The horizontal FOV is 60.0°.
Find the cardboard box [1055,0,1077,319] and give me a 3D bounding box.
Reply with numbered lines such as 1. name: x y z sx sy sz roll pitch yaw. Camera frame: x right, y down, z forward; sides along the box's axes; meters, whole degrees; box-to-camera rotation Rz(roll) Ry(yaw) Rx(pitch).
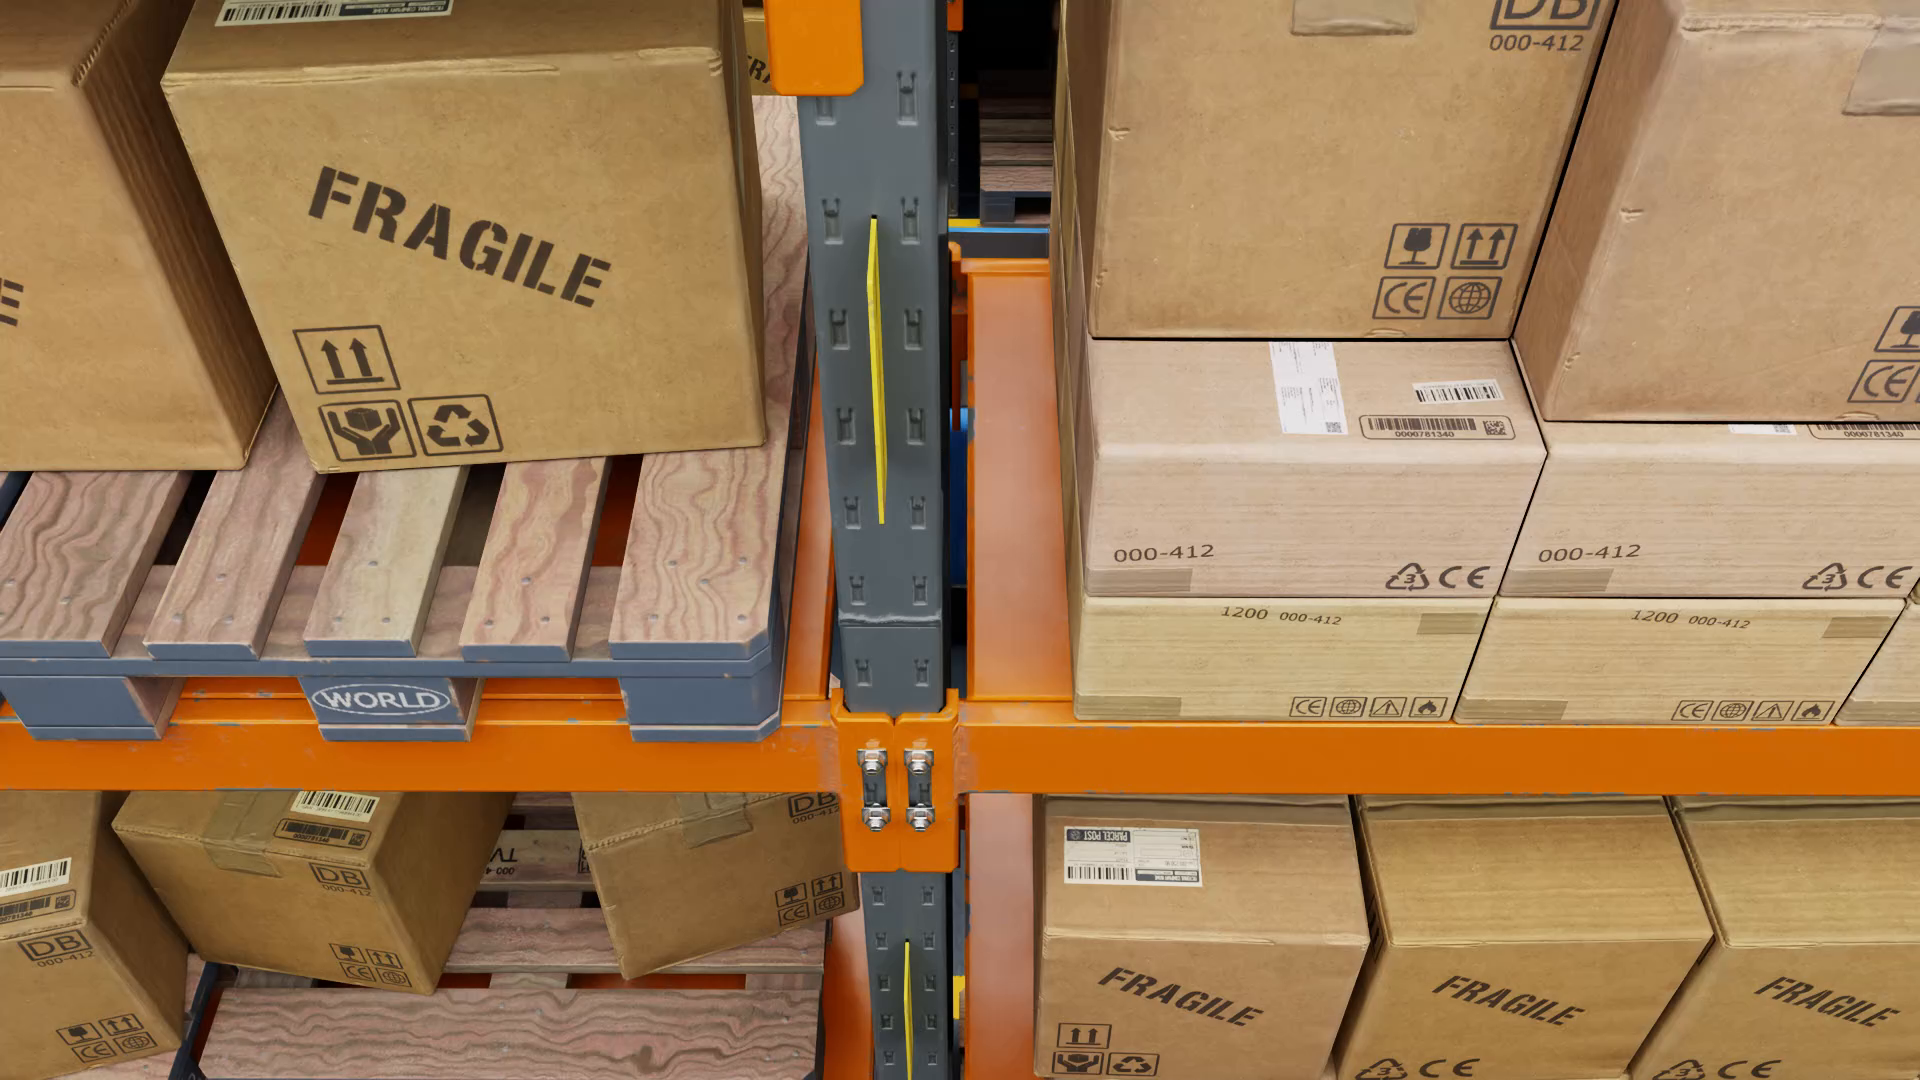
1. cardboard box: 0.403 -0.575 2.448 0.500 0.250 0.500 0 47 0

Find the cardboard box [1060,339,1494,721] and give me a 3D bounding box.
1. cardboard box: 0.401 -0.025 2.277 0.500 0.250 0.500 0 47 0

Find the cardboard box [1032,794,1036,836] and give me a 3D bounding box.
1. cardboard box: 0.417 0.543 3.627 0.500 0.500 0.500 1 47 1

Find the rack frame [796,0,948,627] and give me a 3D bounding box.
1. rack frame: -0.084 -1.281 1.294 0.127 3.000 1.000 0 47 0

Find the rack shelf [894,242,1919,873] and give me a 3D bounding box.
1. rack shelf: 1.916 -0.008 2.650 4.000 0.370 1.077 0 47 0

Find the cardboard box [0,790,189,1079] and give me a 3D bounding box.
1. cardboard box: -1.851 0.627 3.262 0.500 0.500 0.700 -11 48 -10

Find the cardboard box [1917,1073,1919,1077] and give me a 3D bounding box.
1. cardboard box: 1.932 0.599 2.891 0.500 0.500 0.500 1 47 1

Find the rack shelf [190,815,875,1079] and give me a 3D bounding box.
1. rack shelf: -2.084 1.003 3.759 4.000 0.370 1.077 0 47 0

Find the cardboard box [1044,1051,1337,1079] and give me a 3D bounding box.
1. cardboard box: 0.424 0.930 3.267 0.500 0.500 0.500 1 47 1

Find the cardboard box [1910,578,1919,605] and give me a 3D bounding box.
1. cardboard box: 1.401 -0.185 2.084 0.500 0.250 0.500 0 47 0

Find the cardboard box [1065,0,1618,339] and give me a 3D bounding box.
1. cardboard box: 0.402 -0.660 2.014 0.500 0.500 0.700 0 47 0

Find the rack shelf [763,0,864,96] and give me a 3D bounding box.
1. rack shelf: -2.084 -0.905 1.709 4.000 0.370 1.077 0 47 0

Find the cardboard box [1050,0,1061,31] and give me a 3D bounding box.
1. cardboard box: 0.534 -2.444 7.453 0.250 0.149 0.380 0 47 0

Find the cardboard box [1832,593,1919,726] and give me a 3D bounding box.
1. cardboard box: 1.401 -0.018 2.271 0.500 0.250 0.500 0 47 0

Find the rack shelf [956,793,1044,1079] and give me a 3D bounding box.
1. rack shelf: 1.916 1.014 3.748 4.000 0.370 1.077 0 47 0

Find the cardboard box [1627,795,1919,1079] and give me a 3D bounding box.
1. cardboard box: 1.416 0.599 2.892 0.500 0.500 0.500 -1 47 -1

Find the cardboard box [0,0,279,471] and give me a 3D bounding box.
1. cardboard box: -1.256 -0.510 2.203 0.600 0.600 0.600 0 47 0

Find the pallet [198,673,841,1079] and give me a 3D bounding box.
1. pallet: -0.883 0.747 3.637 1.213 0.211 1.003 0 47 0

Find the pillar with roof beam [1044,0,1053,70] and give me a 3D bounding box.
1. pillar with roof beam: 0.618 -2.387 2.324 0.400 9.000 9.100 0 47 0

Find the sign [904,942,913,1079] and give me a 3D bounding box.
1. sign: -0.083 0.775 2.688 0.005 0.325 0.100 0 47 0

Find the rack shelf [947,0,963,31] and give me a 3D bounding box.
1. rack shelf: 1.930 -2.612 7.123 4.000 0.370 1.077 0 47 0

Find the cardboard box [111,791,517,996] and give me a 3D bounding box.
1. cardboard box: -1.245 0.466 3.412 0.500 0.500 0.700 7 47 6

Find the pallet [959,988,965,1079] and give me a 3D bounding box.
1. pallet: 0.602 1.716 4.509 1.213 0.211 1.003 0 47 0

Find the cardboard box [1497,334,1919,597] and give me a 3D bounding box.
1. cardboard box: 0.901 -0.195 2.094 0.500 0.250 0.500 0 47 0

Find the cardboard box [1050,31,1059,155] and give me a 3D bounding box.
1. cardboard box: 0.678 -2.077 7.555 0.500 0.500 0.700 1 47 1

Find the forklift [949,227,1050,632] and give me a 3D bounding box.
1. forklift: 1.147 -0.991 5.170 3.031 2.935 1.130 1 47 1

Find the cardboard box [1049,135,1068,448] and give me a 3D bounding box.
1. cardboard box: 0.403 -0.401 2.627 0.500 0.250 0.500 0 47 0

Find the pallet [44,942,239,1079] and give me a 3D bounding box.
1. pallet: -2.140 0.820 3.569 1.213 0.211 1.003 0 47 0

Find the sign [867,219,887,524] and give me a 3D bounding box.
1. sign: -0.083 -0.163 1.681 0.005 0.325 0.100 0 47 0

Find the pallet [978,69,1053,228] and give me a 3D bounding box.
1. pallet: 0.691 -1.853 7.831 1.213 0.211 1.003 0 47 0

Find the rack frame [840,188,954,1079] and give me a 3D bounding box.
1. rack frame: -0.084 0.763 3.490 0.127 3.000 1.000 0 47 0

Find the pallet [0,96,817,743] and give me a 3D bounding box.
1. pallet: -0.736 -0.248 2.511 1.003 0.211 1.213 0 47 0

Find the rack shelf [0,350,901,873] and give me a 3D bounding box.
1. rack shelf: -2.084 -0.019 2.661 4.000 0.370 1.077 0 47 0

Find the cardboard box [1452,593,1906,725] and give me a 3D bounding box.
1. cardboard box: 0.901 -0.021 2.273 0.500 0.250 0.500 0 47 0

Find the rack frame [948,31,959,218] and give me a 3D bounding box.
1. rack frame: -0.070 -2.863 6.865 0.127 3.000 1.000 0 47 0

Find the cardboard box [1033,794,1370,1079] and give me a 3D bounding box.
1. cardboard box: 0.386 0.596 2.895 0.500 0.500 0.500 1 47 1

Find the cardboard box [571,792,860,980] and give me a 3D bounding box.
1. cardboard box: -0.557 0.421 3.453 0.500 0.500 0.700 -14 49 -13

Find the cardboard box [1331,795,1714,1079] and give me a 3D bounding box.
1. cardboard box: 0.902 0.597 2.894 0.500 0.500 0.500 -1 47 -1

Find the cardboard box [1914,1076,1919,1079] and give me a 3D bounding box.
1. cardboard box: 1.437 0.932 3.265 0.500 0.500 0.500 0 47 0

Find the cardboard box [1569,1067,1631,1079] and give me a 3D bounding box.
1. cardboard box: 0.936 0.929 3.268 0.500 0.500 0.500 1 47 1

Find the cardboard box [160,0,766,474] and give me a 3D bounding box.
1. cardboard box: -0.588 -0.525 2.217 0.600 0.600 0.600 -4 47 -4

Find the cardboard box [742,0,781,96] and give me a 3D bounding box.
1. cardboard box: -0.720 -2.180 7.411 0.750 0.750 0.750 1 47 1

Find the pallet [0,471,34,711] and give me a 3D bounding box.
1. pallet: -1.773 -0.248 2.511 1.003 0.211 1.213 0 47 0

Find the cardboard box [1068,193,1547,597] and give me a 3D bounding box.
1. cardboard box: 0.401 -0.195 2.094 0.500 0.250 0.500 0 47 0

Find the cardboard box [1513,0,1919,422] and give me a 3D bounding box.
1. cardboard box: 0.902 -0.555 1.917 0.500 0.500 0.700 0 47 0
